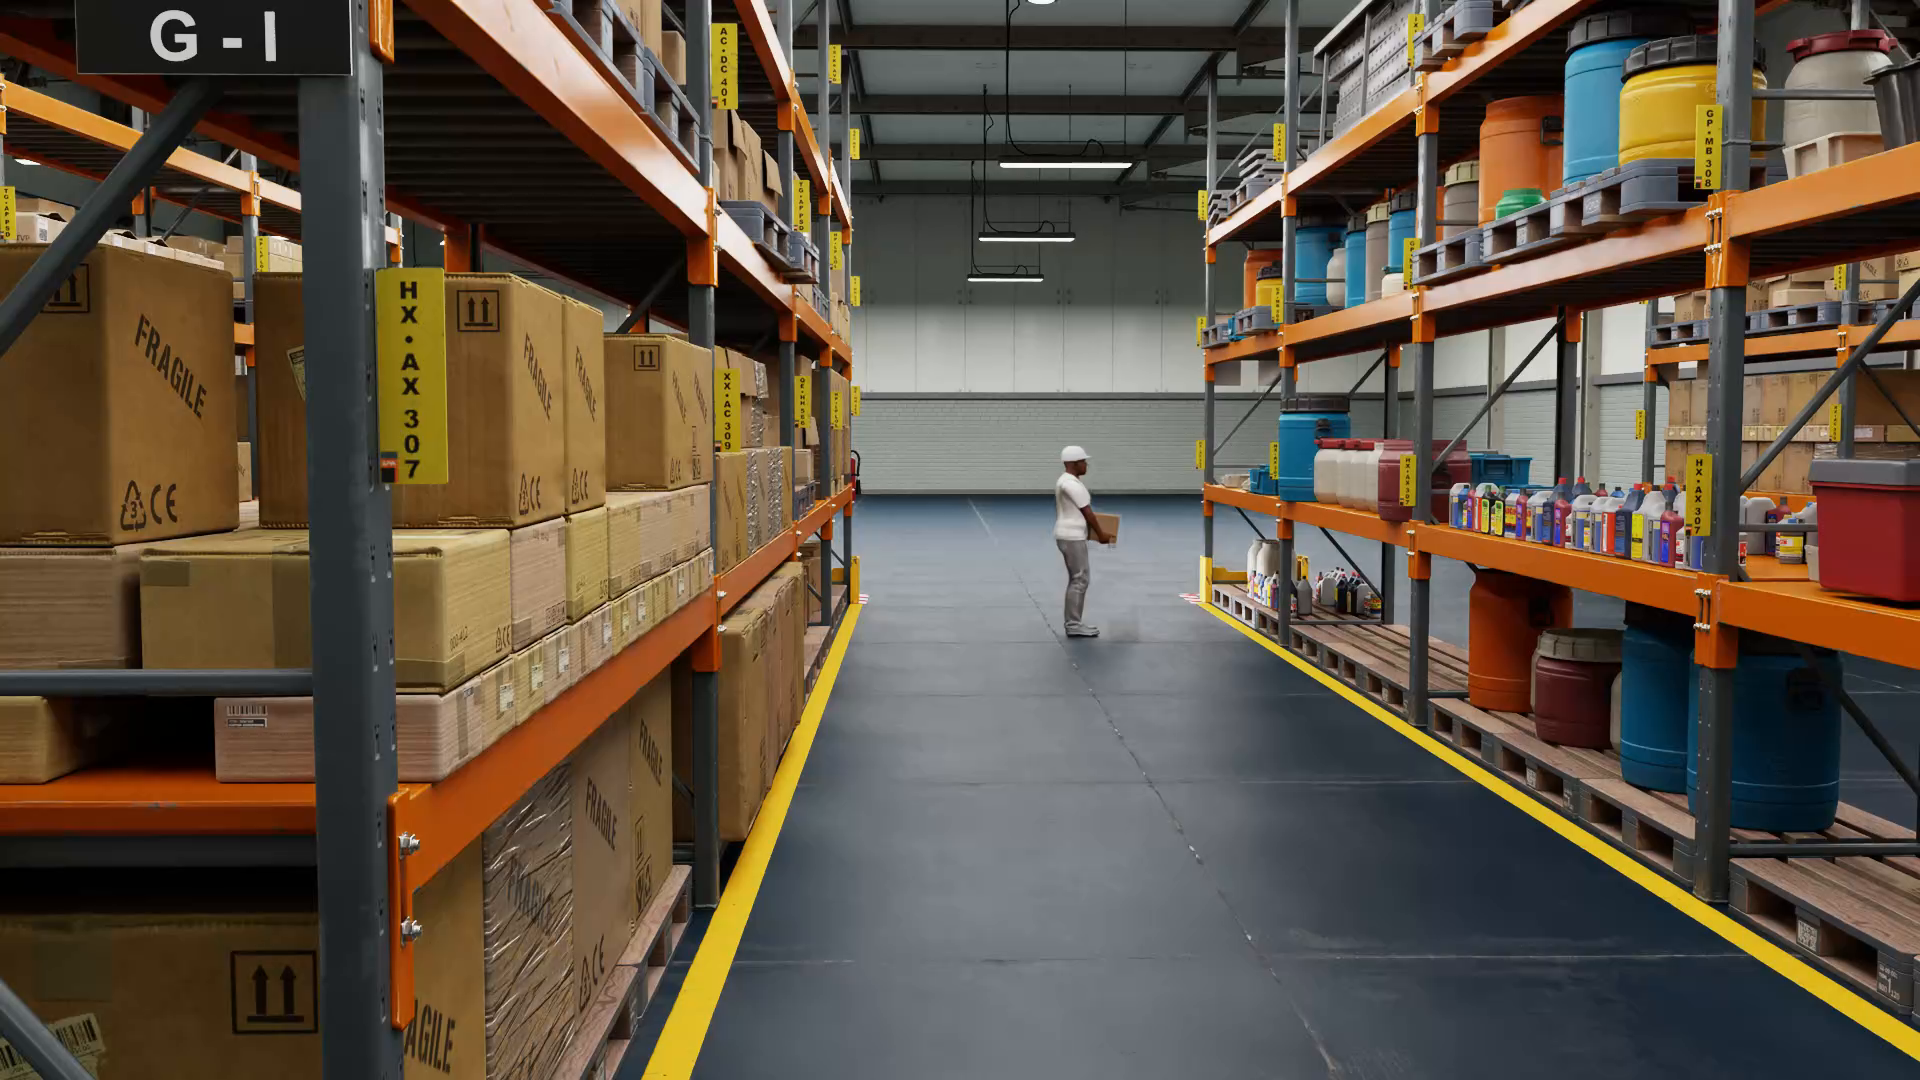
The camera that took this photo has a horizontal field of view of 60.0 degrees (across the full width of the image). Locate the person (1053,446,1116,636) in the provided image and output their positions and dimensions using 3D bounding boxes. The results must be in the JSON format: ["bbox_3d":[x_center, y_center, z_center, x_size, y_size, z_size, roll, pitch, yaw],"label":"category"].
[{"bbox_3d":[1.161,0.002,15.541,0.569,1.763,0.505,0,4,-2],"label":"person"}]
